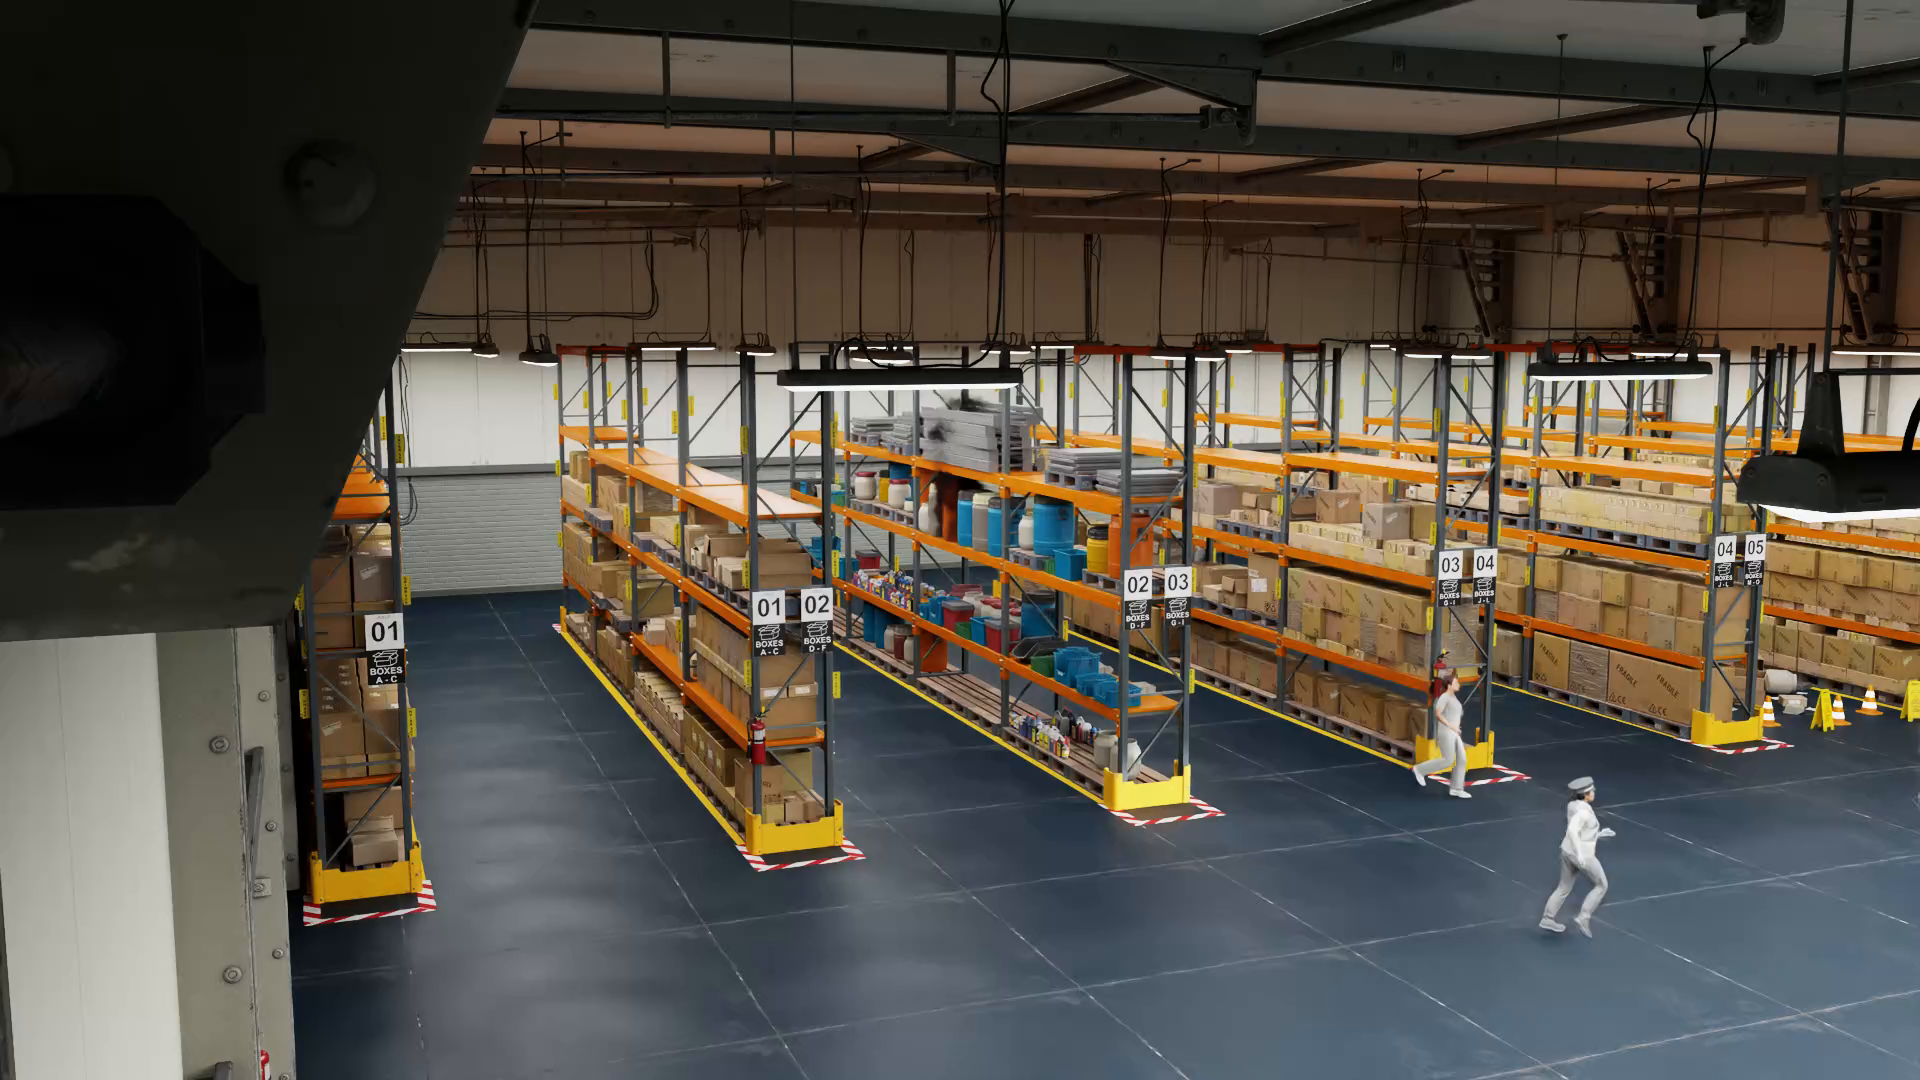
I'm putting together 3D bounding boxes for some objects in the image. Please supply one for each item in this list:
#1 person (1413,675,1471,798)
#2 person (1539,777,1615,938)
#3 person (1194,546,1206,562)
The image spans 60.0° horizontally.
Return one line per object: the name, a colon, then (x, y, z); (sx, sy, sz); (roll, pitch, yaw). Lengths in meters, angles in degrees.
person: (6.684, 2.643, 22.752); (0.819, 1.617, 0.621); (5, 9, 34)
person: (6.461, 3.308, 17.320); (0.771, 1.714, 0.572); (-1, 7, -7)
person: (5.997, 0.185, 41.660); (0.671, 1.728, 0.669); (-2, 8, -16)
